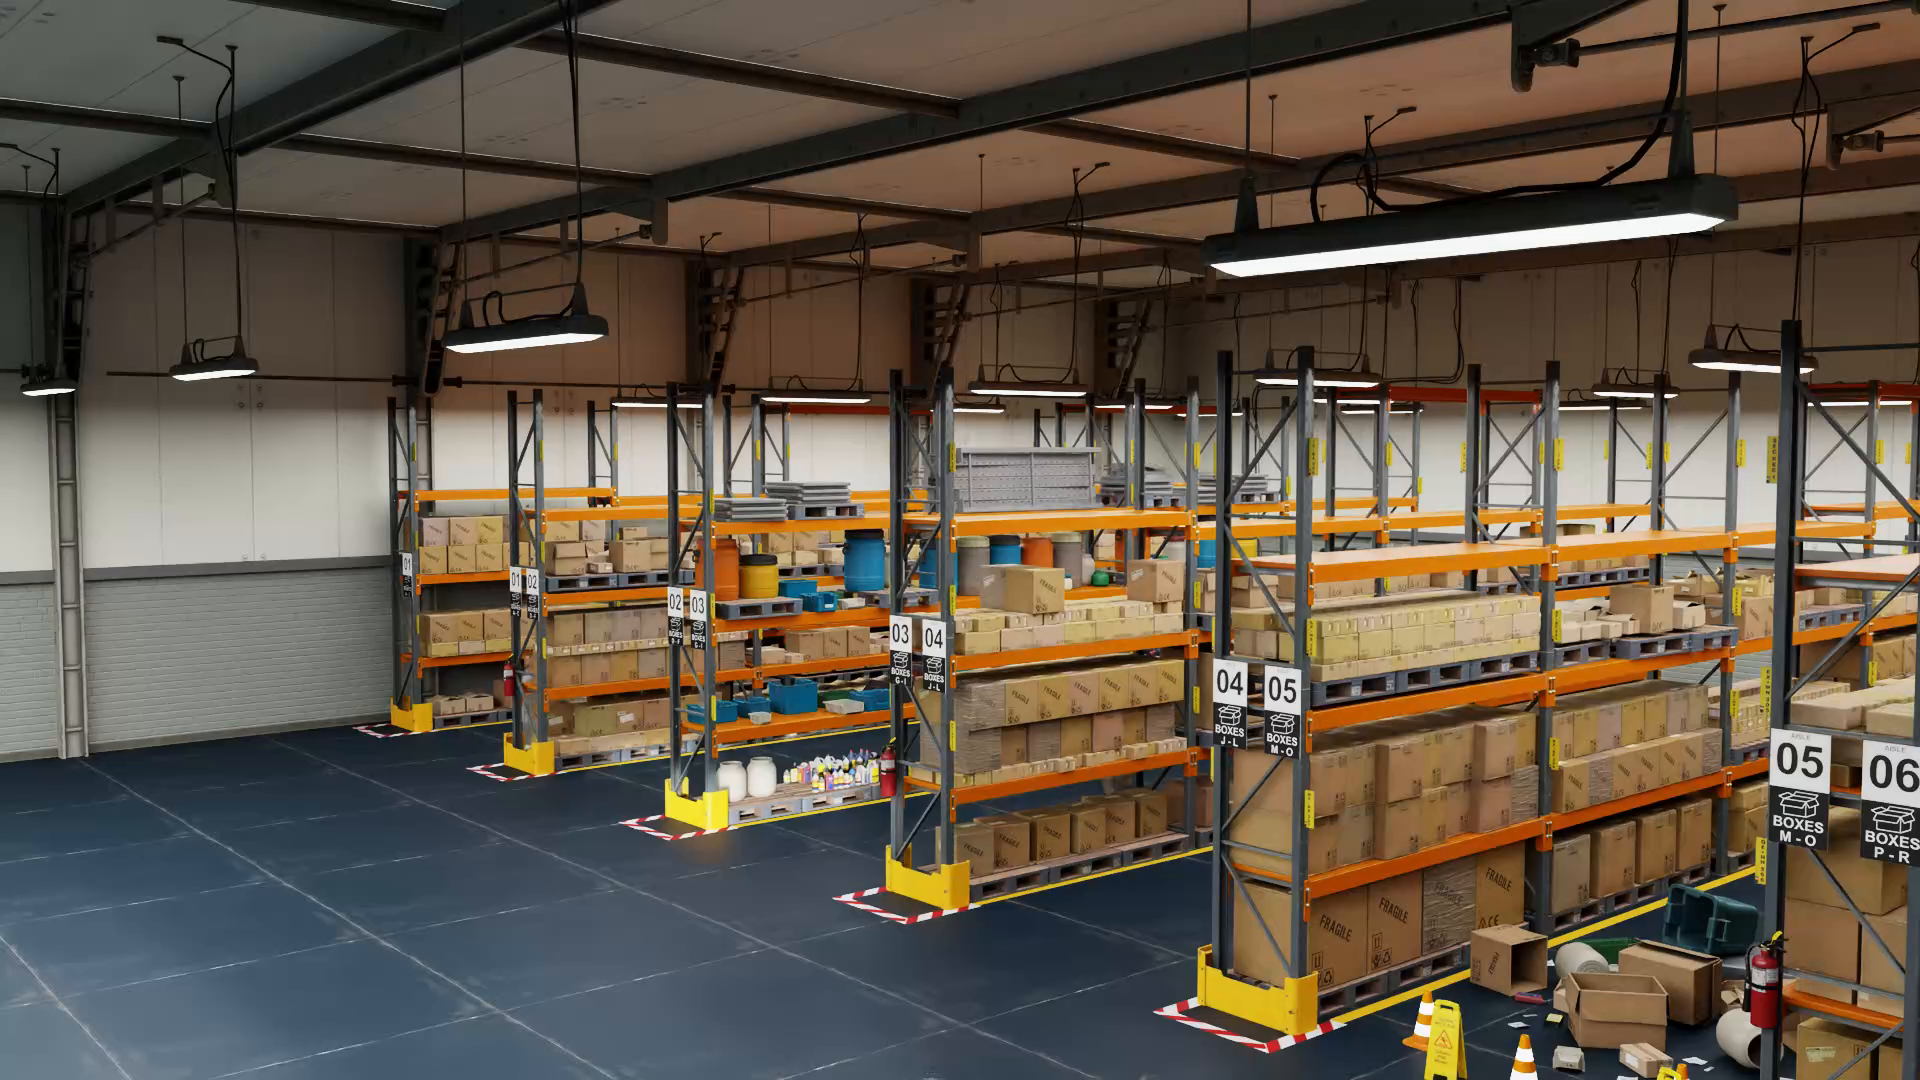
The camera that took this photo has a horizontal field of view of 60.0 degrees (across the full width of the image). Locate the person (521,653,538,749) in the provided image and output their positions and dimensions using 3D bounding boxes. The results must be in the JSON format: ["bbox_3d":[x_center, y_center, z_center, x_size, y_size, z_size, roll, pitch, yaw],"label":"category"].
[{"bbox_3d":[-7.210,2.711,28.048,0.555,1.626,0.621,3,4,39],"label":"person"}]

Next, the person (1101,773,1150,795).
[{"bbox_3d":[2.242,2.965,23.073,0.810,1.702,0.679,-3,4,-38],"label":"person"}]
